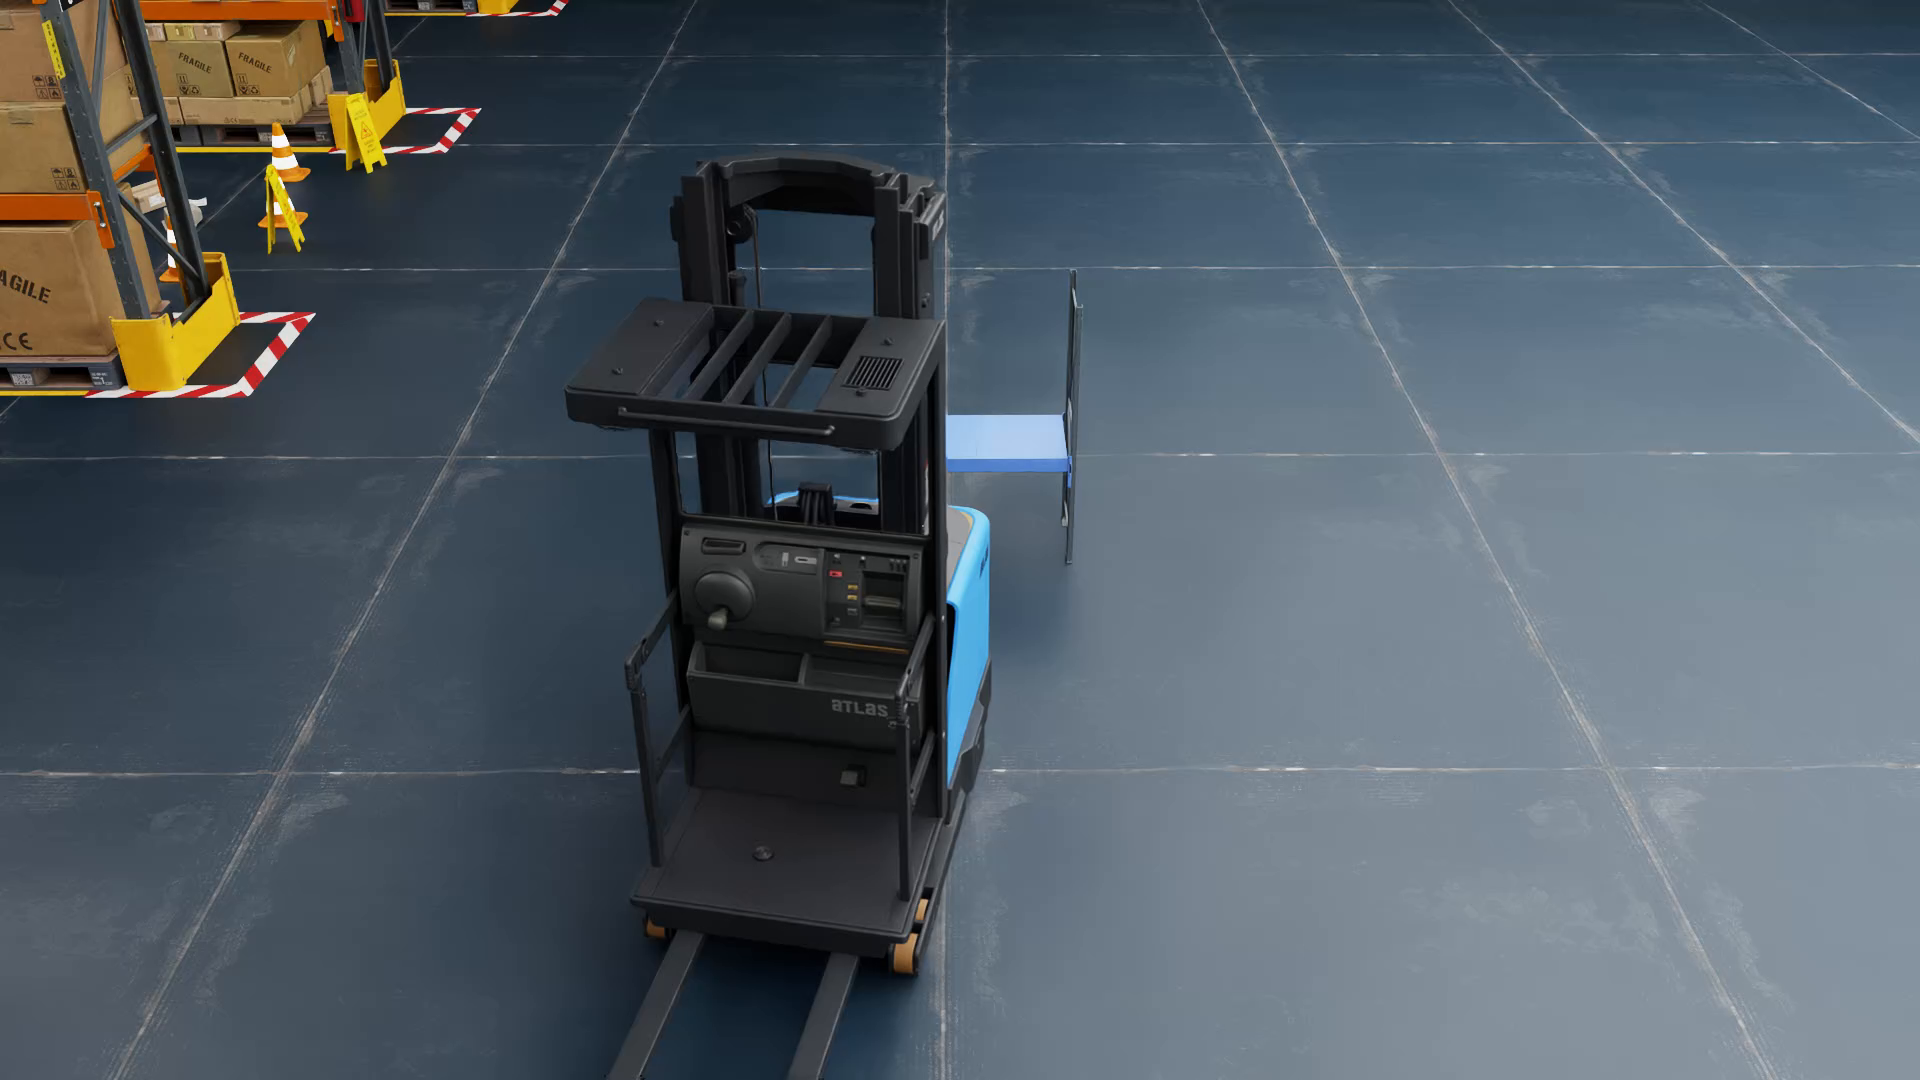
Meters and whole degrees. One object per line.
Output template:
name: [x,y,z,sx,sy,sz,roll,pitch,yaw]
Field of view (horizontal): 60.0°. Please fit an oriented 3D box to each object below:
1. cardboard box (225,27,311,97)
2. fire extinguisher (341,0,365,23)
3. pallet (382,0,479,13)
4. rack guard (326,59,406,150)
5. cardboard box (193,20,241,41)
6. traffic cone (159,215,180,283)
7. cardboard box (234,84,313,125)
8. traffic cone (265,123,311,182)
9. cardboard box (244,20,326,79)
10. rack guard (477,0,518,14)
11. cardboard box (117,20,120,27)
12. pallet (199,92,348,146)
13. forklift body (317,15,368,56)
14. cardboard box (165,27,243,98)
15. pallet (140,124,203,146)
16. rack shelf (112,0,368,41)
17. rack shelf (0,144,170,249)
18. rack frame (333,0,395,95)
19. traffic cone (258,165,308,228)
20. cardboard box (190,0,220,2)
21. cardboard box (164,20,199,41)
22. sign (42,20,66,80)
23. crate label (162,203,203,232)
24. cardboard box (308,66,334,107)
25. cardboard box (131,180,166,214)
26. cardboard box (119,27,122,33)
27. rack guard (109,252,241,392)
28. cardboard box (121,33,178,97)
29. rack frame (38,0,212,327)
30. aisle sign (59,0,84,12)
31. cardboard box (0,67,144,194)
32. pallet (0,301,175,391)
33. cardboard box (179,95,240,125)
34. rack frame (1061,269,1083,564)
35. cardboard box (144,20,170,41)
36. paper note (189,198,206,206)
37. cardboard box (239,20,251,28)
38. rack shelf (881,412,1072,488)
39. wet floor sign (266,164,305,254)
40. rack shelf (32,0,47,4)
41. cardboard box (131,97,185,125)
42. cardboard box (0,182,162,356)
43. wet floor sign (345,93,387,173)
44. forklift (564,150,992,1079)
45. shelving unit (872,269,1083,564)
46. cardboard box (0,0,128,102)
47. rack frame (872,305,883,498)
cardboard box: [-6.228,-4.310,14.985,0.500,0.500,0.500,0,31,0]
fire extinguisher: [-5.311,-4.851,14.429,0.183,0.674,0.296,0,31,0]
pallet: [-6.227,-6.482,19.729,1.213,0.211,1.003,0,31,0]
rack guard: [-5.505,-4.054,15.450,0.348,0.500,1.175,0,31,0]
cardboard box: [-6.595,-4.551,14.757,0.250,0.149,0.380,1,31,1]
traffic cone: [-5.837,-2.206,12.440,0.334,0.463,0.336,0,31,0]
cardboard box: [-6.259,-3.985,15.172,0.500,0.250,0.500,0,31,-1]
traffic cone: [-5.851,-3.368,14.355,0.334,0.463,0.336,0,31,0]
cardboard box: [-6.261,-4.588,15.443,0.500,0.500,0.500,-1,31,-2]
rack guard: [-5.438,-6.629,19.694,0.348,0.500,1.175,0,31,0]
cardboard box: [-7.820,-4.581,15.431,0.500,0.500,0.500,1,31,2]
pallet: [-6.317,-3.946,15.551,1.213,0.211,1.003,0,31,0]
forklift body: [-7.347,-6.383,17.696,1.214,2.155,2.313,0,31,0]
cardboard box: [-6.750,-4.307,14.979,0.500,0.500,0.500,1,31,2]
pallet: [-7.534,-3.944,15.547,1.213,0.211,1.003,0,31,0]
rack shelf: [-7.428,-4.809,14.978,4.000,0.370,1.077,0,31,0]
rack shelf: [-7.298,-2.242,10.747,4.000,0.370,1.077,0,31,0]
rack frame: [-5.429,-5.123,14.802,0.127,3.000,1.000,0,31,0]
traffic cone: [-5.504,-2.793,13.408,0.334,0.463,0.336,0,31,0]
cardboard box: [-6.568,-4.839,14.576,0.250,0.149,0.380,0,31,1]
cardboard box: [-6.846,-4.552,14.759,0.250,0.149,0.380,0,31,1]
sign: [-5.308,-2.871,9.745,0.005,0.325,0.100,0,31,0]
crate label: [-6.290,-2.619,13.435,0.298,0.136,0.250,-17,35,-26]
cardboard box: [-6.237,-4.268,15.639,0.500,0.250,0.500,0,31,-1]
cardboard box: [-6.726,-2.852,13.808,0.250,0.149,0.380,16,35,25]
cardboard box: [-7.783,-4.305,14.977,0.500,0.500,0.500,1,31,2]
rack guard: [-5.274,-1.487,11.219,0.348,0.500,1.175,0,31,0]
cardboard box: [-7.255,-4.309,14.983,0.500,0.500,0.500,-1,31,-1]
rack frame: [-5.298,-2.556,10.571,0.127,3.000,1.000,0,31,0]
aisle sign: [-5.225,-3.512,9.640,0.004,0.787,0.394,0,31,0]
cardboard box: [-5.668,-2.595,10.491,0.550,0.550,0.875,0,31,0]
pallet: [-6.097,-1.320,11.223,1.213,0.211,1.003,0,31,0]
cardboard box: [-6.753,-3.987,15.176,0.500,0.250,0.500,0,31,0]
rack frame: [0.594,-0.643,8.864,0.032,1.500,0.500,0,31,0]
cardboard box: [-7.110,-4.552,14.759,0.250,0.149,0.380,1,31,2]
paper note: [-6.362,-2.818,13.866,0.142,0.019,0.148,-11,33,-17]
cardboard box: [-6.783,-4.584,15.437,0.500,0.500,0.500,-1,31,-2]
rack shelf: [0.085,-0.488,8.955,1.000,0.185,0.538,0,31,0]
wet floor sign: [-5.281,-2.576,12.874,0.232,0.644,0.267,-5,32,-9]
rack shelf: [-7.298,-3.524,9.969,4.000,0.370,1.077,0,31,0]
cardboard box: [-7.277,-3.983,15.169,0.500,0.250,0.500,-1,31,-2]
cardboard box: [-5.975,-1.791,10.953,0.875,0.875,0.875,0,31,0]
wet floor sign: [-5.232,-3.562,14.499,0.232,0.644,0.267,10,33,17]
forklift: [-0.639,0.226,6.052,1.130,2.935,3.031,6,32,9]
shelving unit: [0.085,-0.641,8.861,1.048,1.500,0.538,0,31,0]
cardboard box: [-5.669,-3.100,10.283,0.550,0.550,0.875,0,31,0]
rack frame: [-0.423,-0.640,8.859,0.032,1.500,0.500,0,31,0]
